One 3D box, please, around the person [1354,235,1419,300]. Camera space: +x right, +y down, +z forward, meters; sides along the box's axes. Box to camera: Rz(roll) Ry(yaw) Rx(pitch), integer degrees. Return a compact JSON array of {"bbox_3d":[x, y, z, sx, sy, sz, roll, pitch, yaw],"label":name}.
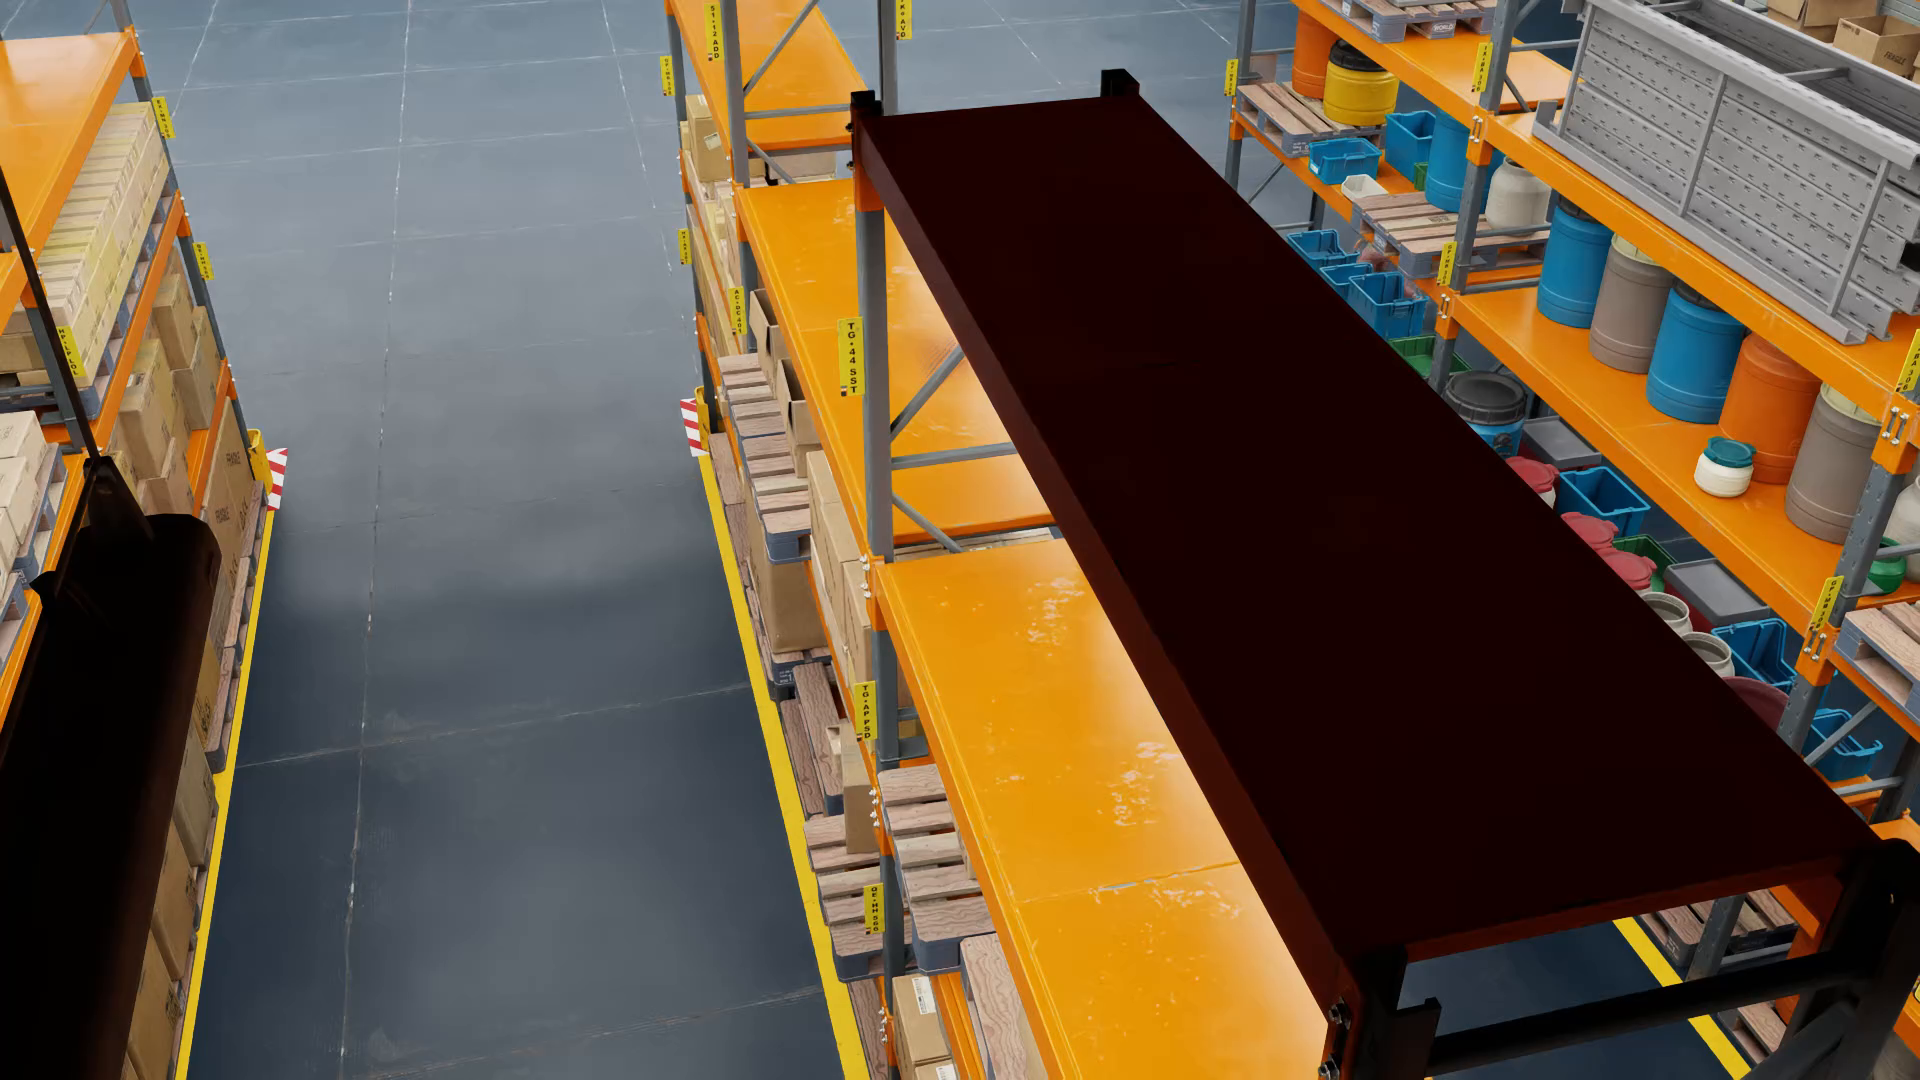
[{"bbox_3d":[4.341,-3.009,17.026,0.877,1.617,0.417,7,35,10],"label":"person"}]
